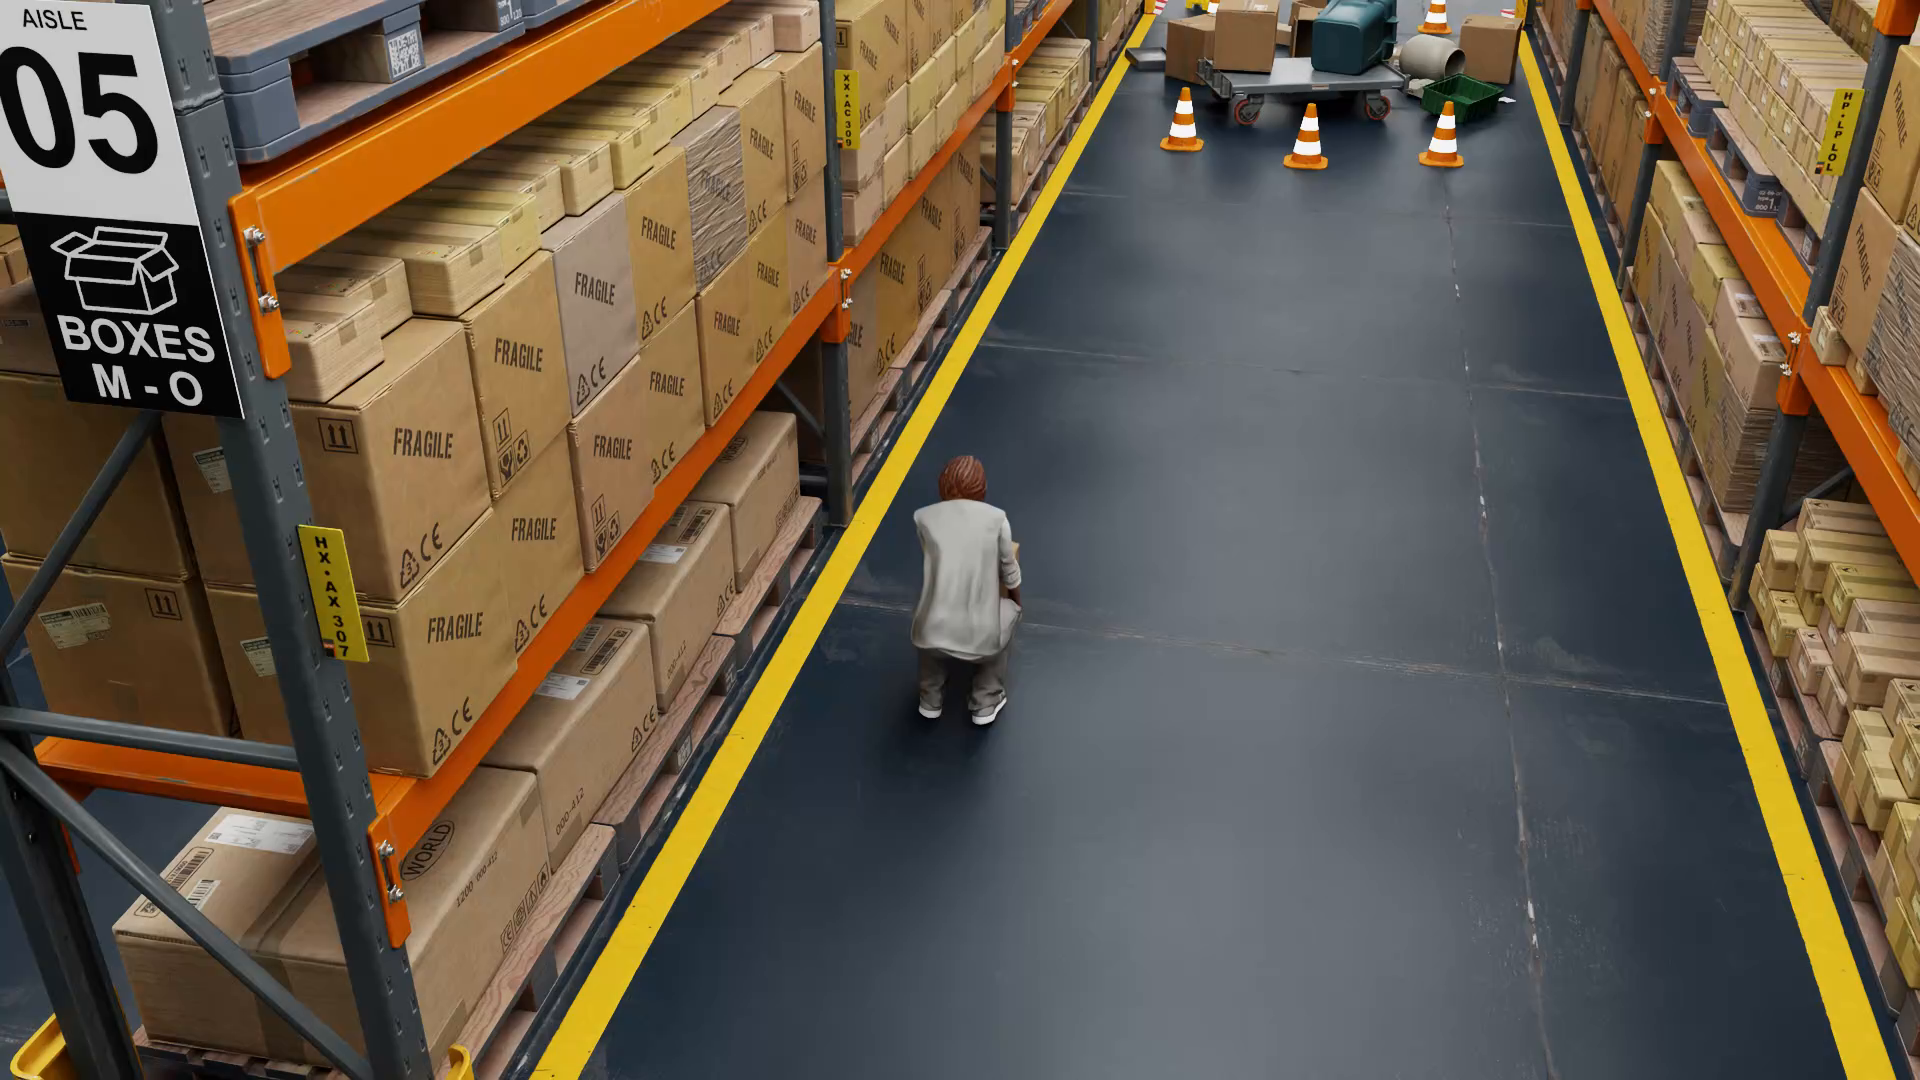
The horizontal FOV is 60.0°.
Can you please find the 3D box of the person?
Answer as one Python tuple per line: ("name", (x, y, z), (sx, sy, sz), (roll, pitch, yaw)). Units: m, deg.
("person", (0.021, 0.211, 6.475), (0.423, 0.907, 0.795), (5, 30, 9))
